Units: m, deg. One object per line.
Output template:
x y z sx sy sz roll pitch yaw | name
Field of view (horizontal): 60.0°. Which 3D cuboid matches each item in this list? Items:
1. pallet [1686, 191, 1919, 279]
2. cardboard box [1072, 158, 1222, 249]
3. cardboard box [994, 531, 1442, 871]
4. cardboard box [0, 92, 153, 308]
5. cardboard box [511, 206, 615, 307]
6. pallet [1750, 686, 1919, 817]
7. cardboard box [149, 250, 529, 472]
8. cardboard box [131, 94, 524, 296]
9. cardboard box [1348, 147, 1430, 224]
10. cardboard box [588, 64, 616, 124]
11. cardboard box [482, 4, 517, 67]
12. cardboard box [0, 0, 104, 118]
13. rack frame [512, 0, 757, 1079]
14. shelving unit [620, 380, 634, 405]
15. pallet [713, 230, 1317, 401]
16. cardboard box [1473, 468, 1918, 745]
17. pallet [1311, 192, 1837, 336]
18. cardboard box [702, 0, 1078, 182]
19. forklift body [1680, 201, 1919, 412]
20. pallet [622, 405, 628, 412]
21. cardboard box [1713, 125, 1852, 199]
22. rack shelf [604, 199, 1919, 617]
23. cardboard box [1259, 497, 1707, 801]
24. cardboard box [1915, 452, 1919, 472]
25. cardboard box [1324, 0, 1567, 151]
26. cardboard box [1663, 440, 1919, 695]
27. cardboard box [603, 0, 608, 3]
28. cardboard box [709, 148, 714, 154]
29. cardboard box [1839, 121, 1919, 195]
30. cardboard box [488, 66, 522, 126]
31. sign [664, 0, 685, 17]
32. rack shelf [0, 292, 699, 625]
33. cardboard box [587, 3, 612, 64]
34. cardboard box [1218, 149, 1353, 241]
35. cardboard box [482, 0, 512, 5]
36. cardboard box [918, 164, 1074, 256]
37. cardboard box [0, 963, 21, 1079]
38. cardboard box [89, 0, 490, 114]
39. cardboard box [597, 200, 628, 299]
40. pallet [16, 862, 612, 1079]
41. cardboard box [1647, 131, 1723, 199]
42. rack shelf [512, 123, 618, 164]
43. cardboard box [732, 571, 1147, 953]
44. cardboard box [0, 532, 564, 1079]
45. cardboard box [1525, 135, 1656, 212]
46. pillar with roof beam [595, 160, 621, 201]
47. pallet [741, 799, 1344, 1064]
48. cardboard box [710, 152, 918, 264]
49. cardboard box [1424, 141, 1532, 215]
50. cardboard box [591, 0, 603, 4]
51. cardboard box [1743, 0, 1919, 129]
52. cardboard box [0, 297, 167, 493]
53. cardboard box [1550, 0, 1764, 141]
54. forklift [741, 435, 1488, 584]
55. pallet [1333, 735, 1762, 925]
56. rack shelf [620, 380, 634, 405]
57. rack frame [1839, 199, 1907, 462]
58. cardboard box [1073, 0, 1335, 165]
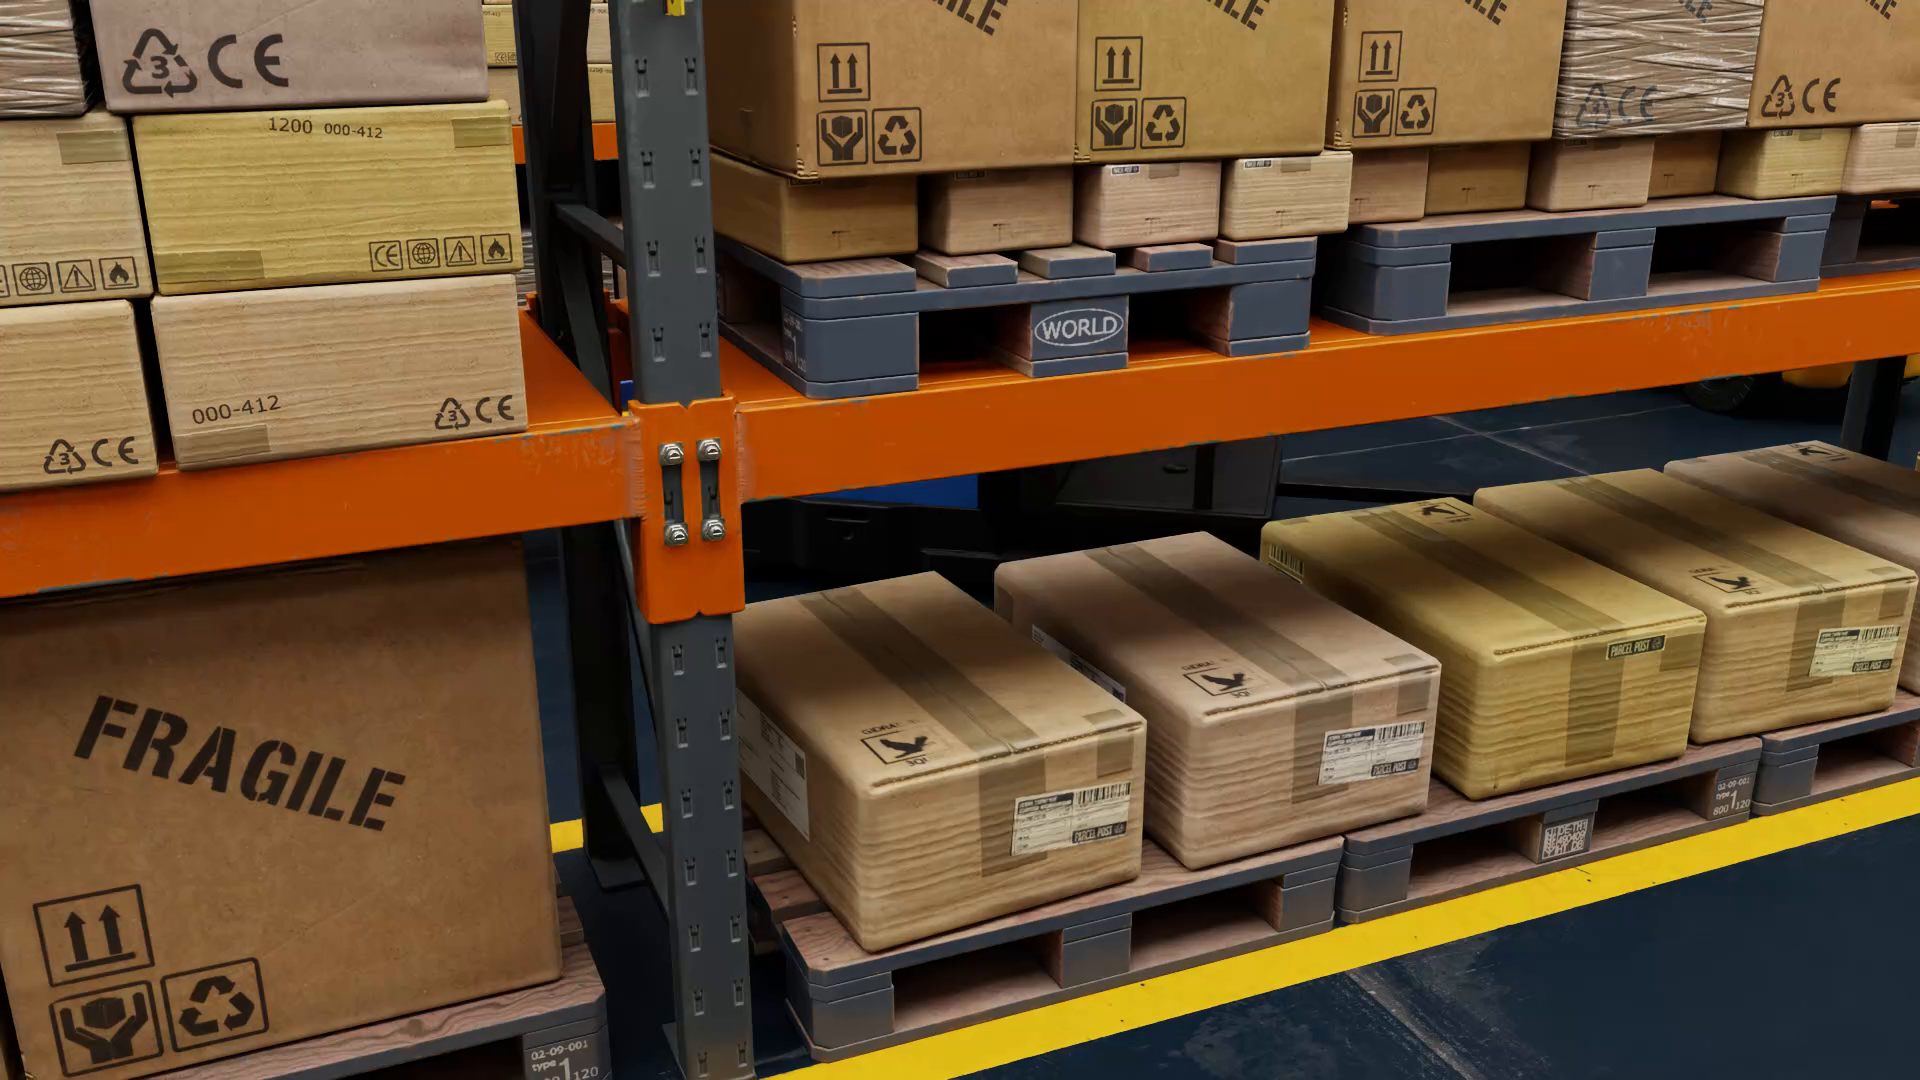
2.275 -0.920 4.406 1.213 0.211 1.003 -8 21 -22 | pallet
0.276 -0.655 3.110 0.250 0.149 0.380 -10 22 -25 | cardboard box
0.559 0.331 3.891 0.625 0.372 0.950 -9 21 -23 | cardboard box
-1.452 -0.495 2.385 0.500 0.250 0.500 -9 21 -23 | cardboard box
-2.030 -1.209 7.883 0.625 0.625 0.875 -7 21 -20 | cardboard box
2.320 0.352 4.705 1.213 0.211 1.003 -8 21 -22 | pallet
-1.000 -0.324 2.650 0.500 0.250 0.500 -9 21 -24 | cardboard box
-0.983 -0.564 2.580 0.500 0.250 0.500 -8 21 -22 | cardboard box
0.727 -0.740 3.353 0.250 0.149 0.380 -7 21 -19 | cardboard box
-1.640 -2.031 7.499 0.500 0.250 0.500 -9 21 -23 | cardboard box
-2.094 -2.194 7.211 0.500 0.250 0.500 -8 21 -22 | cardboard box
-1.477 -0.841 2.238 0.500 0.500 0.500 -8 21 -21 | cardboard box
-0.639 -0.540 3.039 0.127 3.000 1.000 -8 21 -22 | rack frame
-1.531 -0.652 5.616 1.048 1.500 0.538 -9 21 -23 | shelving unit
-0.026 -0.576 3.430 1.003 0.211 1.213 -8 21 -22 | pallet
1.895 0.141 4.431 0.625 0.372 0.950 -7 21 -19 | cardboard box
1.163 -0.722 3.846 1.213 0.211 1.003 -8 21 -22 | pallet
-0.134 -0.914 2.871 0.500 0.500 0.500 -9 21 -23 | cardboard box
3.719 -1.899 8.178 1.214 2.155 2.313 -8 21 -22 | forklift body
-1.837 -0.834 8.074 1.213 0.211 1.003 -8 21 -22 | pallet
1.729 -0.864 3.706 0.250 0.149 0.380 -8 21 -22 | cardboard box
1.198 -0.464 3.906 4.000 0.370 1.077 -8 21 -22 | rack shelf
1.257 0.233 4.169 0.625 0.372 0.950 -7 21 -20 | cardboard box
3.471 -0.127 5.374 0.500 0.250 0.500 -7 21 -19 | cardboard box
0.827 -1.057 3.276 0.500 0.500 0.500 -8 21 -21 | cardboard box
2.554 0.045 4.702 0.625 0.372 0.950 -8 21 -21 | cardboard box
-1.493 -2.474 7.404 0.250 0.149 0.380 -8 21 -21 | cardboard box
-0.431 -0.734 3.337 0.250 0.149 0.380 -7 21 -20 | cardboard box
1.967 -0.885 3.765 0.250 0.149 0.380 -8 21 -21 | cardboard box
-2.104 -1.966 7.316 0.500 0.250 0.500 -8 21 -22 | cardboard box
-0.416 -0.917 2.367 0.005 0.325 0.100 -8 21 -22 | sign
-2.475 0.062 2.411 4.000 0.370 1.077 -8 21 -22 | rack shelf
-1.644 -2.268 7.419 0.500 0.250 0.500 -7 21 -20 | cardboard box
0.537 -0.684 3.195 0.250 0.149 0.380 -8 21 -22 | cardboard box
-1.954 -2.394 7.177 0.250 0.149 0.380 -8 21 -21 | cardboard box
0.006 -0.633 3.048 0.250 0.149 0.380 -10 22 -25 | cardboard box
-2.126 0.446 2.807 0.875 0.875 0.875 -8 21 -21 | cardboard box
-1.010 -0.911 2.437 0.500 0.500 0.500 -9 21 -23 | cardboard box
-1.433 -1.297 8.134 0.625 0.625 0.875 -7 21 -20 | cardboard box
-1.392 0.856 3.273 1.213 0.211 1.003 -8 21 -22 | pallet
1.446 -0.861 3.696 0.250 0.149 0.380 -9 21 -24 | cardboard box
-0.772 -1.977 8.203 4.000 0.370 1.077 -8 21 -22 | rack shelf
-0.116 0.430 3.608 0.625 0.372 0.950 -10 22 -26 | cardboard box
-1.306 0.330 3.136 0.875 0.875 0.875 -8 21 -22 | cardboard box
1.237 -0.803 3.533 0.250 0.149 0.380 -7 21 -20 | cardboard box
-0.063 -4.016 3.880 0.400 9.000 9.100 -8 21 -22 | pillar with roof beam
0.080 0.673 3.793 1.213 0.211 1.003 -8 21 -22 | pallet
-0.266 -0.606 2.972 0.250 0.149 0.380 -9 22 -25 | cardboard box
0.971 -0.789 3.492 0.250 0.149 0.380 -7 21 -20 | cardboard box
-1.728 -2.436 7.295 0.250 0.149 0.380 -8 21 -20 | cardboard box
1.770 -1.189 3.653 0.500 0.500 0.500 -7 21 -20 | cardboard box
-1.463 -0.252 2.446 0.500 0.250 0.500 -8 21 -21 | cardboard box
1.289 -1.120 3.456 0.500 0.500 0.500 -9 21 -24 | cardboard box
0.612 -1.322 5.364 3.031 2.935 1.130 4 20 12 | forklift
1.198 0.514 4.245 1.213 0.211 1.003 -8 21 -22 | pallet
-1.531 -0.483 5.676 1.000 0.185 0.538 -9 21 -23 | rack shelf
3.034 -1.066 4.534 0.127 3.000 1.000 -8 21 -22 | rack frame
0.342 -0.985 3.072 0.500 0.500 0.500 -7 21 -19 | cardboard box
